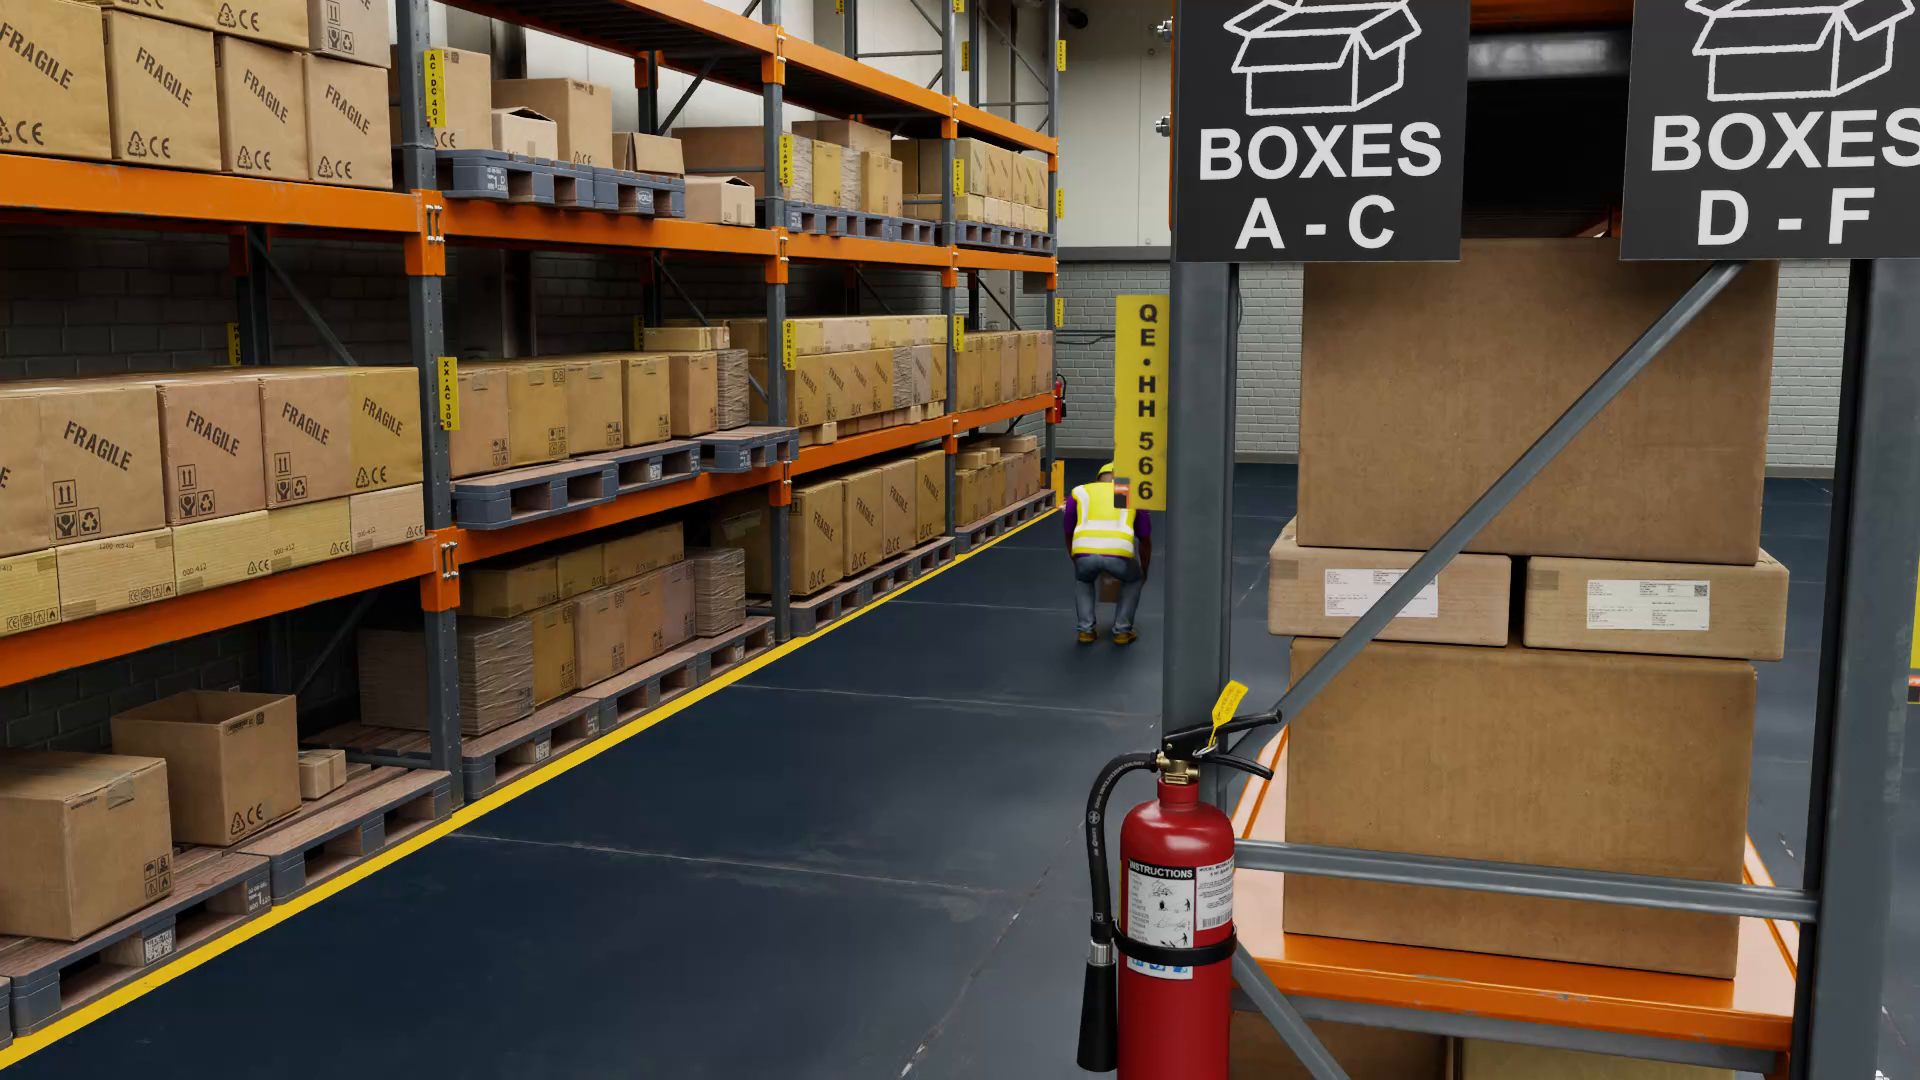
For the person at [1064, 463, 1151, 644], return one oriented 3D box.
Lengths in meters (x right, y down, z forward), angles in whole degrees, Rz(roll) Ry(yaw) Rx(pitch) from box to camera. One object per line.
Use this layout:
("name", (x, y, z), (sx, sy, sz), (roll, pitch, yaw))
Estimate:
("person", (0.997, 0.091, 11.587), (0.620, 1.204, 0.839), (2, 9, 16))
